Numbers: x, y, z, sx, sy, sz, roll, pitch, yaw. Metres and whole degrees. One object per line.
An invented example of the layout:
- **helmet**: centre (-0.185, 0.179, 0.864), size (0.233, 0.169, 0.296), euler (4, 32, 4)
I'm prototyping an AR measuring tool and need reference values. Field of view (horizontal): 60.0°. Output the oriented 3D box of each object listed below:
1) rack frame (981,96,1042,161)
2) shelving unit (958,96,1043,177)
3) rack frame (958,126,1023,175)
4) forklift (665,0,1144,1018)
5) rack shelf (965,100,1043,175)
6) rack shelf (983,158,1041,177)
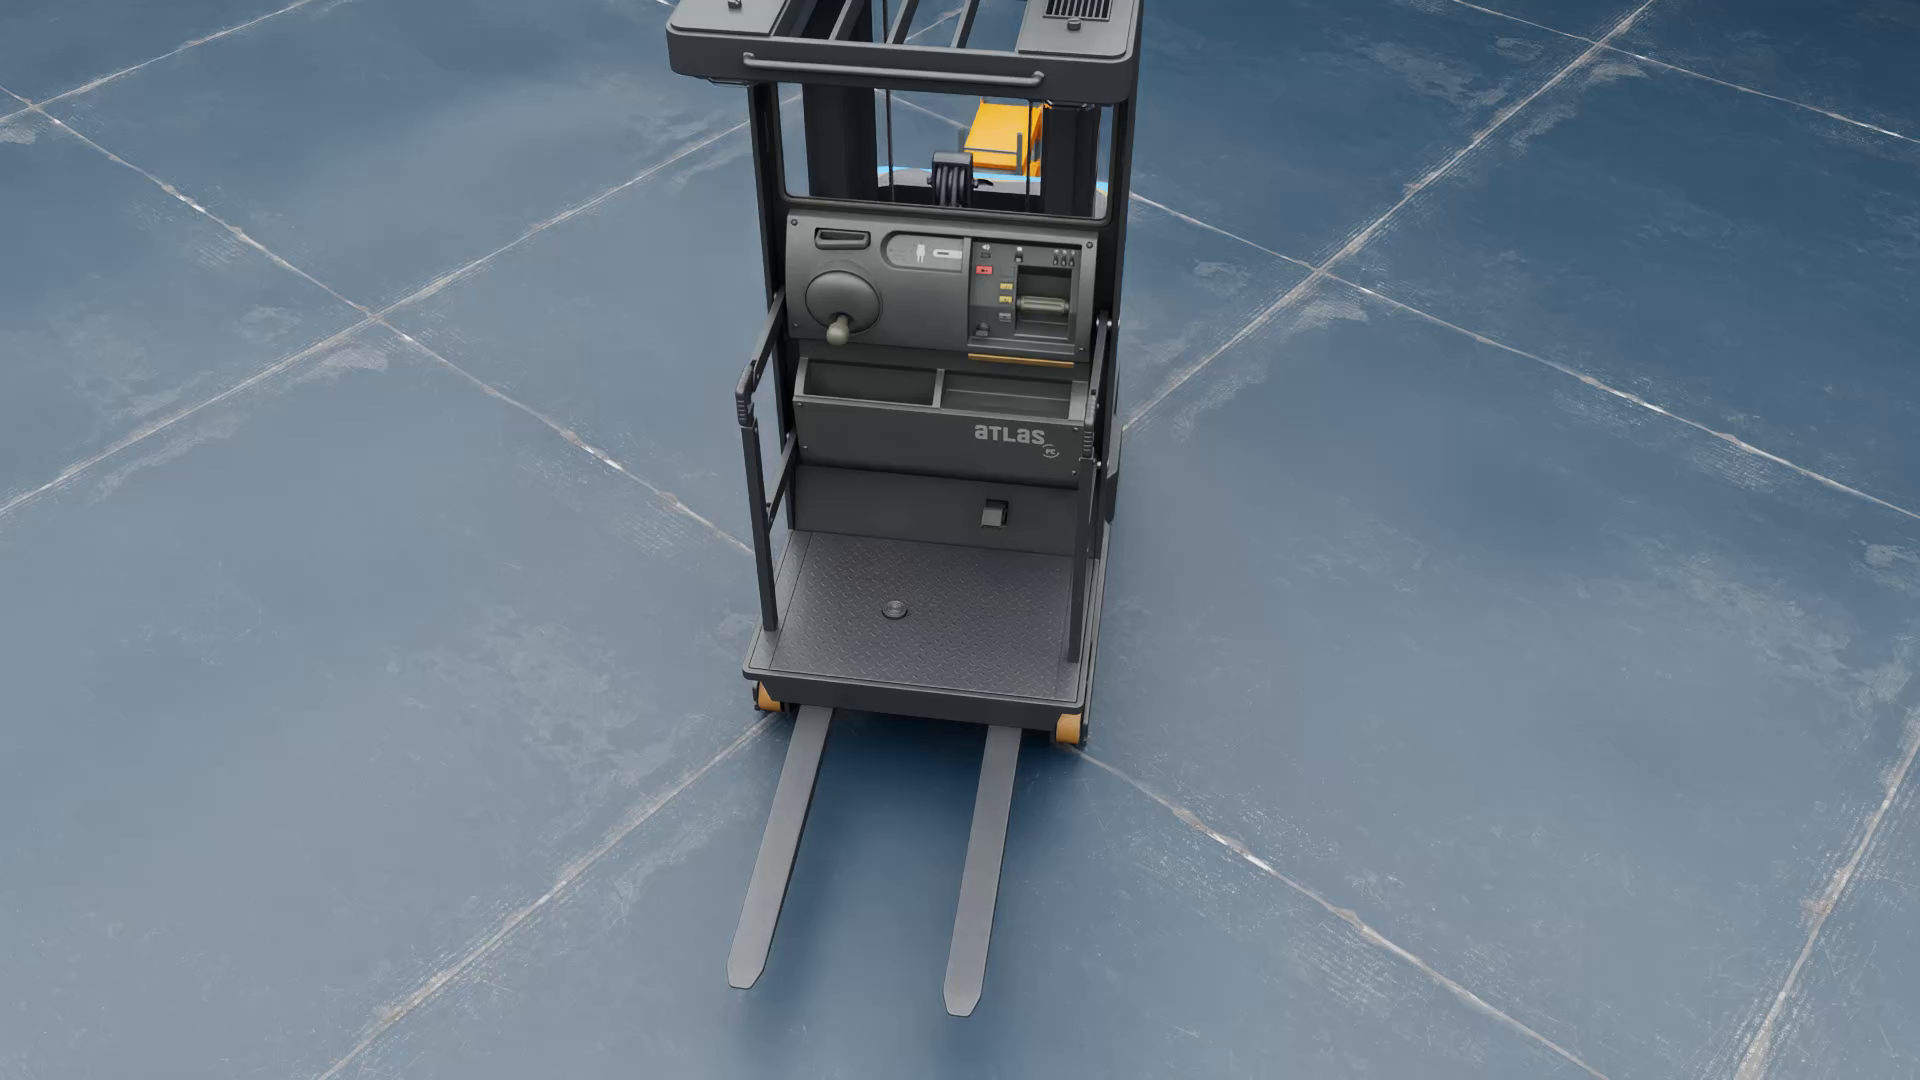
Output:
- **rack frame**: centre (0.204, -1.389, 6.886), size (0.240, 1.200, 0.015), euler (7, 43, 8)
- **shelving unit**: centre (0.159, -1.228, 6.709), size (0.258, 1.200, 0.503), euler (7, 43, 8)
- **rack frame**: centre (0.114, -1.067, 6.531), size (0.240, 1.200, 0.015), euler (7, 43, 8)
- **forklift**: centre (-0.089, -0.669, 4.807), size (1.130, 2.935, 3.031), euler (6, 43, 6)
- **rack shelf**: centre (0.159, -1.519, 6.444), size (0.258, 0.148, 0.480), euler (7, 43, 8)
- **rack shelf**: centre (0.159, -1.344, 6.604), size (0.258, 0.148, 0.480), euler (7, 43, 8)
